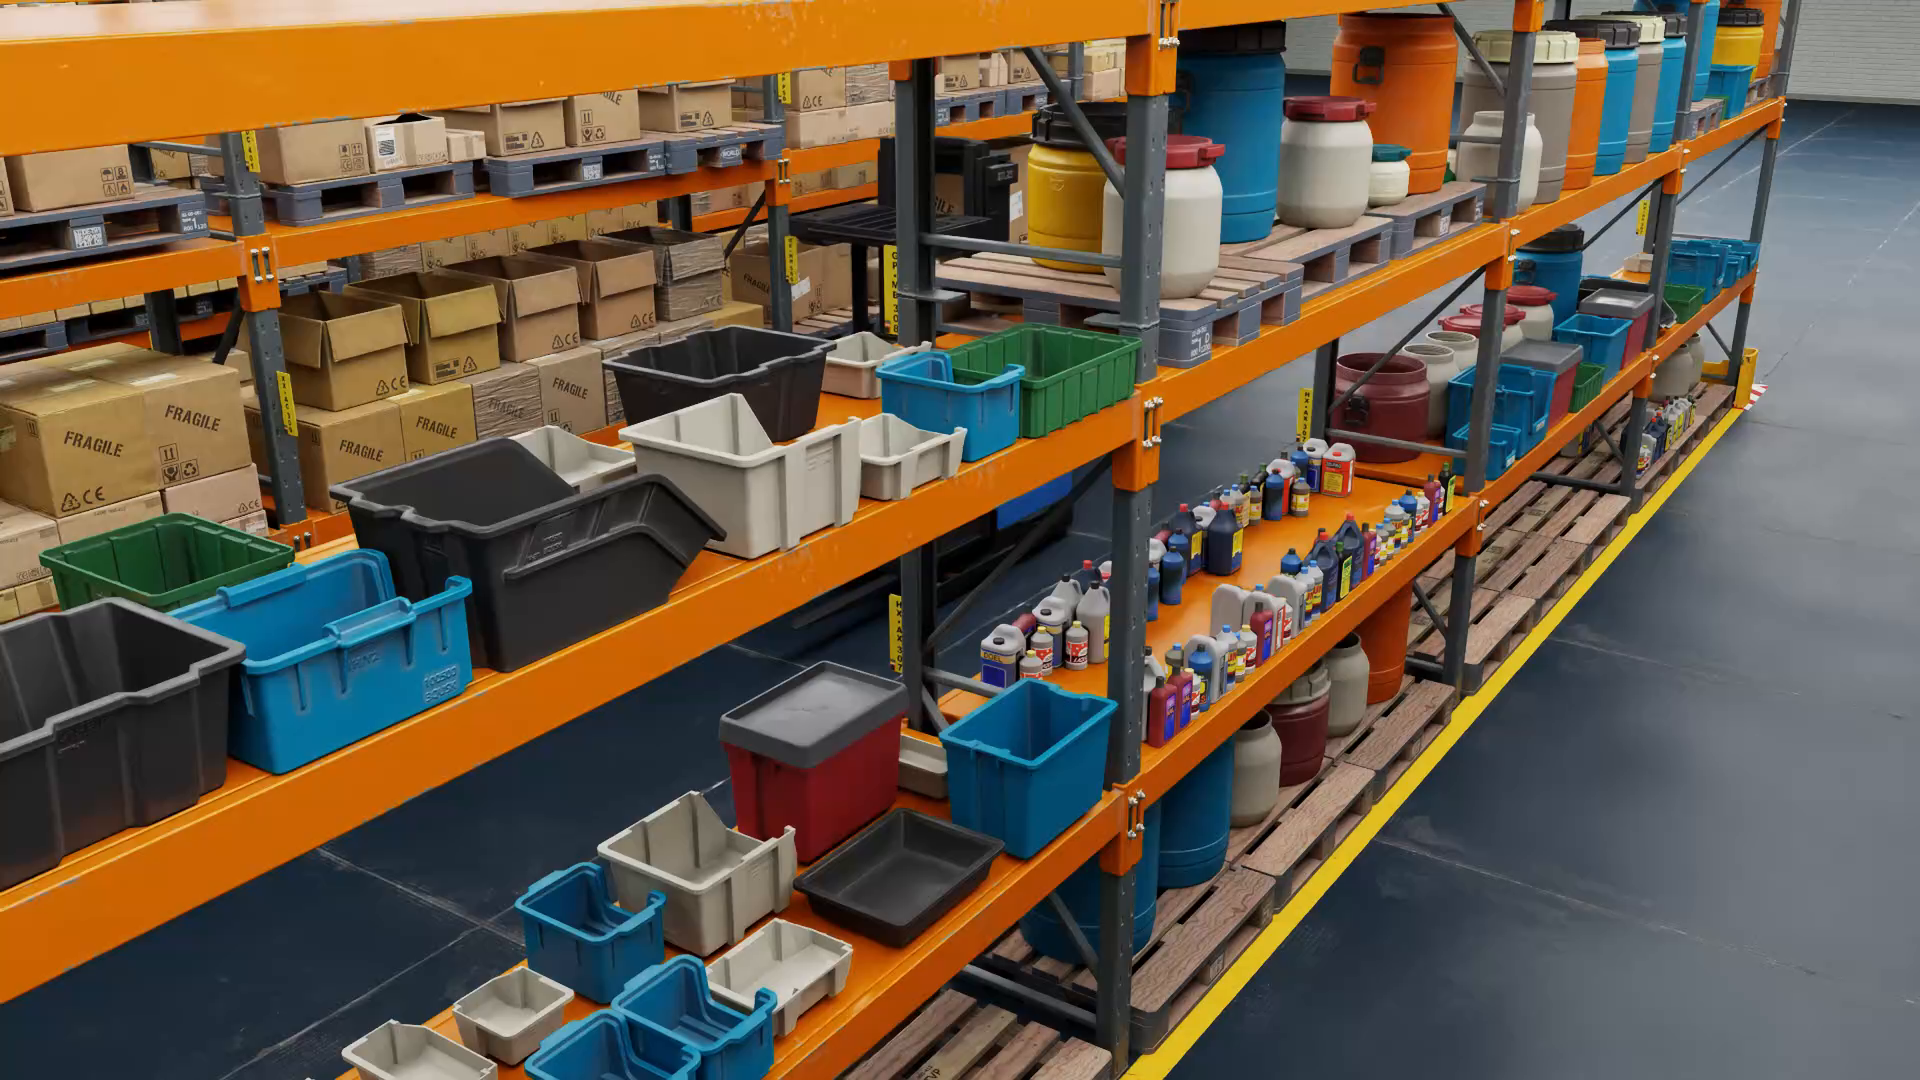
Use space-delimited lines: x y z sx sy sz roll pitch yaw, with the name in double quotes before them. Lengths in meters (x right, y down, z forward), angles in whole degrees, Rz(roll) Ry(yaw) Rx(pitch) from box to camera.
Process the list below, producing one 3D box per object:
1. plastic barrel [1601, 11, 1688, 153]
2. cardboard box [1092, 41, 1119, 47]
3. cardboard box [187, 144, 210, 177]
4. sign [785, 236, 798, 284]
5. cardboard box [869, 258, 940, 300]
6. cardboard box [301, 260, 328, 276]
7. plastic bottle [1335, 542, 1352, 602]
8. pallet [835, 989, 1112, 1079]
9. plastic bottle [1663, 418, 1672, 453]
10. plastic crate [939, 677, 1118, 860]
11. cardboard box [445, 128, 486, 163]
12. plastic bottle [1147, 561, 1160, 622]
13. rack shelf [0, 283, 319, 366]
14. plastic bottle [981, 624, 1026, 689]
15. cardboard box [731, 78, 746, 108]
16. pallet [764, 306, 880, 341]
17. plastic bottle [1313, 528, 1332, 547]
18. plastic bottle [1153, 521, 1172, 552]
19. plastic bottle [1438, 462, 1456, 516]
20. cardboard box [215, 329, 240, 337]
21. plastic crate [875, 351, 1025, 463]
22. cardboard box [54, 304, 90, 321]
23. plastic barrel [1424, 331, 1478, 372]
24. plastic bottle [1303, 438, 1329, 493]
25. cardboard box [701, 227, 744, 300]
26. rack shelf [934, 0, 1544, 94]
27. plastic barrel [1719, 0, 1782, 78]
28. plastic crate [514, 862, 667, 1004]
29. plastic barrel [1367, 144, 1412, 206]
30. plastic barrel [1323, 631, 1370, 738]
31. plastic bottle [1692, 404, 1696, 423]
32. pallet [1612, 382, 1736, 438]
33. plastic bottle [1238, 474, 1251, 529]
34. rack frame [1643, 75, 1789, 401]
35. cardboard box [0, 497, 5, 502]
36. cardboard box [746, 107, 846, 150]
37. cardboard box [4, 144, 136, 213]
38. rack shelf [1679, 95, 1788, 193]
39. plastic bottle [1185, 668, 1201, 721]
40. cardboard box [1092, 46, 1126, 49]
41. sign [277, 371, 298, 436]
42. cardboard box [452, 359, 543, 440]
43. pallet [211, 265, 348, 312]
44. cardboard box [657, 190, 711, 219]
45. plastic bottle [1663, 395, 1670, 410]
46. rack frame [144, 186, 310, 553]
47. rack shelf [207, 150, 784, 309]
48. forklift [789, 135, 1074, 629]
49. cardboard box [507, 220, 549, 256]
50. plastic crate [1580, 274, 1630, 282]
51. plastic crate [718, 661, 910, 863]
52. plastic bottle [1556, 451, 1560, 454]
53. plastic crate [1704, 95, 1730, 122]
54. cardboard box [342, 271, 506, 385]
"plastic barrel" 4.610 -3.139 11.380 0.600 0.901 0.708 13 24 32
"cardboard box" 1.300 -4.703 15.974 0.380 0.149 0.250 15 25 34
"cardboard box" -8.512 -4.350 18.522 0.500 0.500 0.500 12 24 30
"sign" -1.168 -1.939 11.514 0.100 0.325 0.005 13 24 32
"cardboard box" -0.496 -2.066 13.137 0.500 0.250 0.500 12 24 30
"cardboard box" -5.571 -2.347 14.044 0.380 0.149 0.250 14 24 33
"plastic bottle" 1.772 0.136 7.742 0.061 0.283 0.133 13 24 32
"pallet" -0.162 2.137 6.184 1.003 0.211 1.213 13 24 32
"plastic bottle" 5.747 -0.861 13.551 0.061 0.283 0.133 15 25 34
"plastic crate" 0.239 0.790 5.741 0.392 0.384 0.575 13 24 32
"cardboard box" -2.916 -2.239 9.429 0.380 0.149 0.250 12 24 30
"plastic bottle" 0.852 0.225 7.517 0.097 0.271 0.097 0 20 0
"rack shelf" -6.798 -1.588 13.272 1.077 0.370 4.000 13 24 32
"plastic bottle" 0.174 0.492 6.789 0.152 0.276 0.135 13 24 32
"cardboard box" -1.567 -3.377 11.883 0.500 0.500 0.500 14 24 33
"pallet" -1.316 -1.638 12.647 1.213 0.211 1.003 13 24 32
"plastic bottle" 1.728 0.070 7.921 0.061 0.283 0.133 13 24 32
"plastic bottle" 0.961 0.059 7.950 0.061 0.283 0.133 13 24 32
"plastic bottle" 2.593 -0.283 8.875 0.061 0.283 0.133 13 24 32
"cardboard box" -6.262 -1.725 14.522 0.500 0.250 0.500 12 23 29
"plastic crate" -0.028 -0.394 4.925 0.416 0.233 0.300 13 24 32
"cardboard box" -6.741 -1.751 12.431 0.380 0.149 0.250 12 23 29
"plastic barrel" 3.106 -1.047 10.612 0.421 0.512 0.421 0 20 0
"plastic bottle" 1.957 -0.418 9.250 0.152 0.276 0.135 13 24 32
"cardboard box" -3.014 -3.014 18.548 0.875 0.875 0.875 14 24 33
"rack shelf" 1.344 -2.252 6.996 1.077 0.370 4.000 13 24 32
"plastic barrel" 6.797 -4.474 14.487 0.600 0.830 0.708 13 24 32
"plastic crate" -1.087 1.169 4.935 0.416 0.233 0.300 13 24 32
"plastic barrel" 1.986 -1.740 7.916 0.301 0.262 0.301 0 20 0
"plastic barrel" 1.963 0.756 8.879 0.421 0.512 0.421 0 20 0
"plastic bottle" 6.295 -1.114 14.353 0.097 0.201 0.097 0 20 0
"pallet" 6.500 -1.262 15.372 1.003 0.211 1.213 13 24 32
"plastic bottle" 1.454 -0.193 8.631 0.061 0.283 0.133 13 24 32
"rack frame" 6.965 -2.833 15.599 1.000 3.000 0.127 13 24 32
"cardboard box" -4.641 -0.199 8.267 0.500 0.250 0.500 13 24 32
"cardboard box" -1.154 -2.925 11.741 0.500 0.250 0.500 14 24 33
"cardboard box" -4.267 -1.817 7.636 0.700 0.500 0.500 12 23 29
"rack shelf" 5.841 -3.328 13.652 1.077 0.370 4.000 13 24 32
"plastic bottle" 0.903 0.607 6.588 0.097 0.201 0.097 0 20 0
"cardboard box" 1.424 -4.450 15.289 0.380 0.149 0.250 14 25 33
"sign" -3.417 -0.691 8.447 0.100 0.325 0.005 13 24 32
"cardboard box" -2.848 -0.774 9.888 0.500 0.500 0.500 13 24 31
"pallet" -5.986 -2.184 14.123 1.213 0.211 1.003 13 24 32
"cardboard box" -3.228 -3.826 18.068 0.875 0.550 0.550 13 24 32
"plastic bottle" 6.042 -1.106 14.213 0.061 0.283 0.133 13 24 32
"rack frame" -3.877 -0.356 8.902 1.000 3.000 0.127 13 24 32
"rack shelf" -2.753 -1.999 10.058 1.077 0.370 4.000 13 24 32
"forklift" -0.411 -1.123 11.076 1.130 2.935 3.031 14 24 32
"cardboard box" -4.349 -3.056 16.059 0.500 0.500 0.500 13 24 31
"plastic crate" 5.114 -1.986 13.524 0.499 0.251 0.616 13 24 32
"plastic crate" -0.490 0.760 5.709 0.402 0.464 0.583 13 24 32
"plastic bottle" 4.840 -0.890 13.531 0.144 0.351 0.185 13 24 30
"plastic crate" 5.829 -3.392 13.093 0.336 0.188 0.450 13 24 32
"cardboard box" -3.129 -1.252 9.737 0.797 0.503 0.637 14 24 32
